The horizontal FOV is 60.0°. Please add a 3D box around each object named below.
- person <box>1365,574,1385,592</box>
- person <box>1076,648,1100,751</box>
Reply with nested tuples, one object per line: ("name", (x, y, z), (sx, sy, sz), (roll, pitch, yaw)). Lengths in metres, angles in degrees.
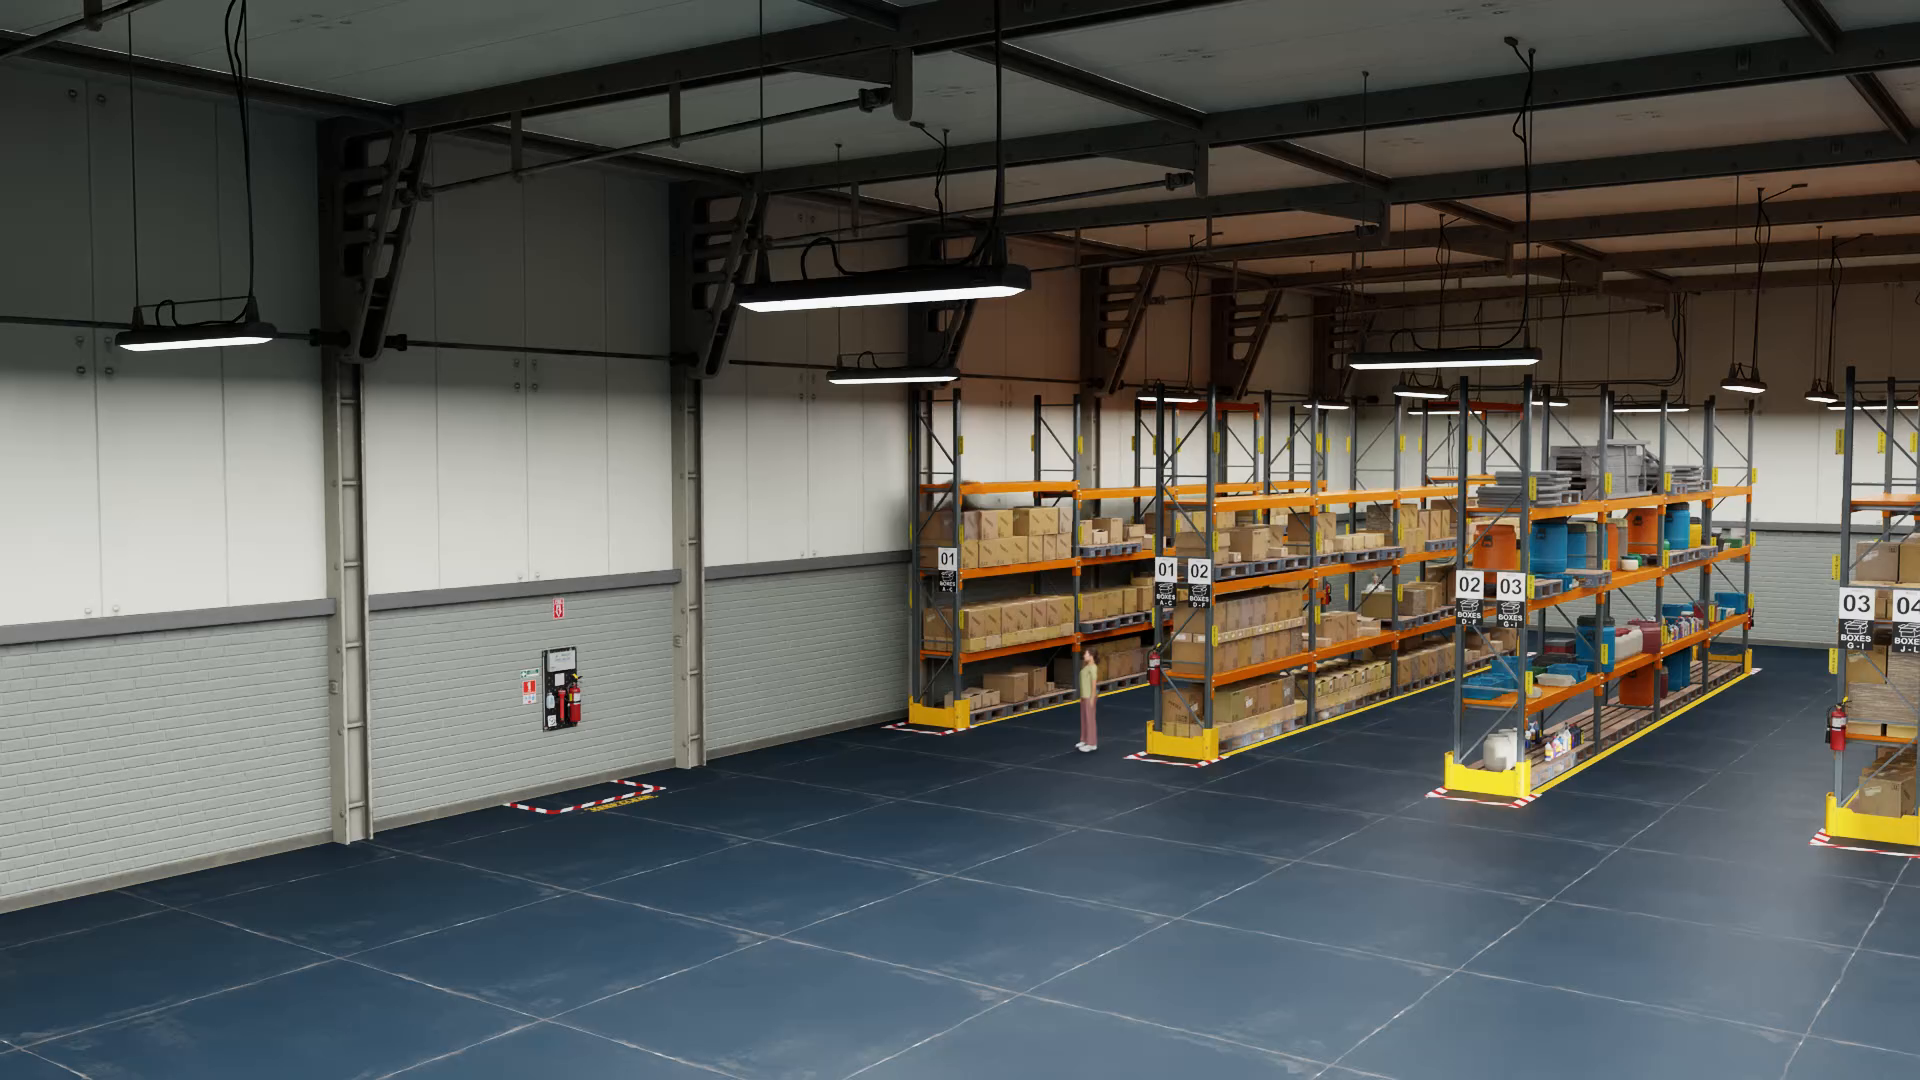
("person", (10.942, 1.696, 43.854), (0.588, 1.620, 0.499), (1, 3, 18))
("person", (2.112, 2.613, 27.349), (0.399, 1.654, 0.492), (-1, 3, -11))
